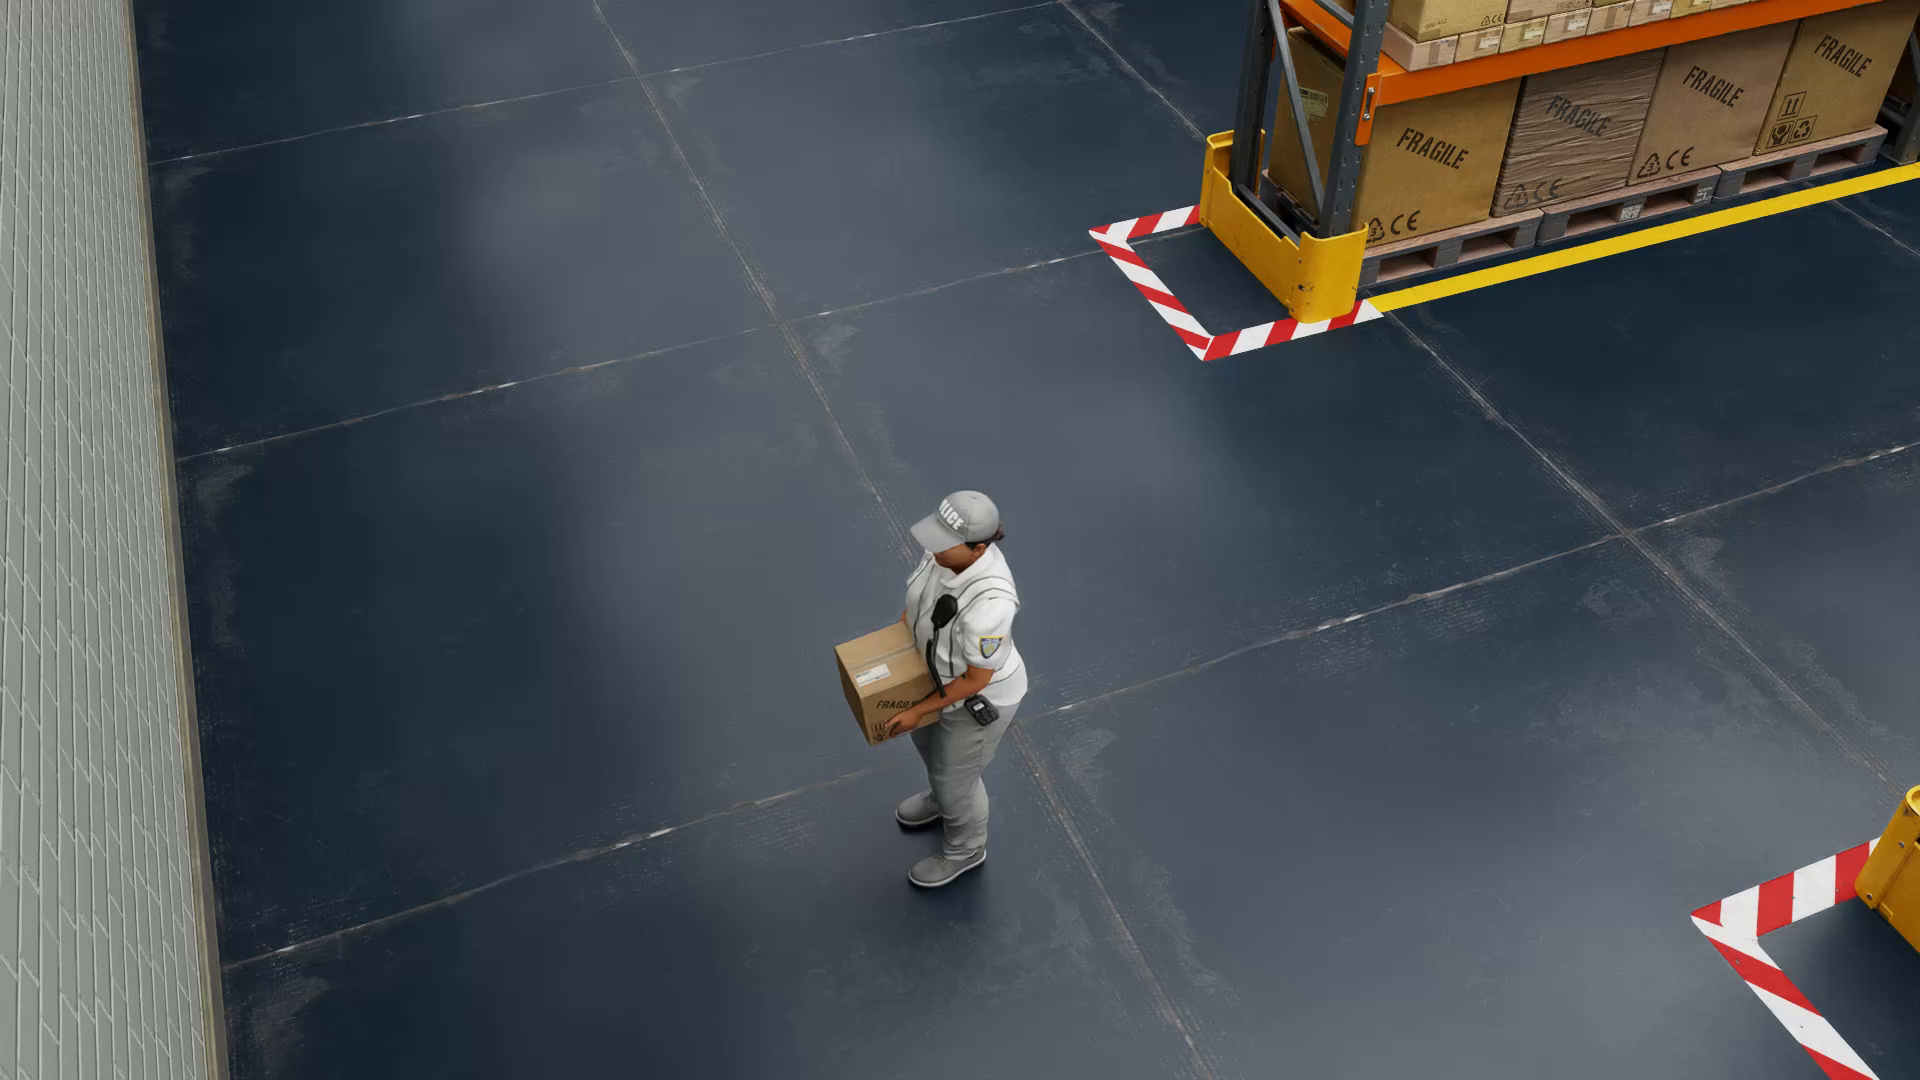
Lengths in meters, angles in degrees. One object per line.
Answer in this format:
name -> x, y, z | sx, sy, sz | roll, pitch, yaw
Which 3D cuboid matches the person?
person -> -0.053, 0.503, 5.595 | 0.523, 1.668, 0.480 | -16, 44, -17
